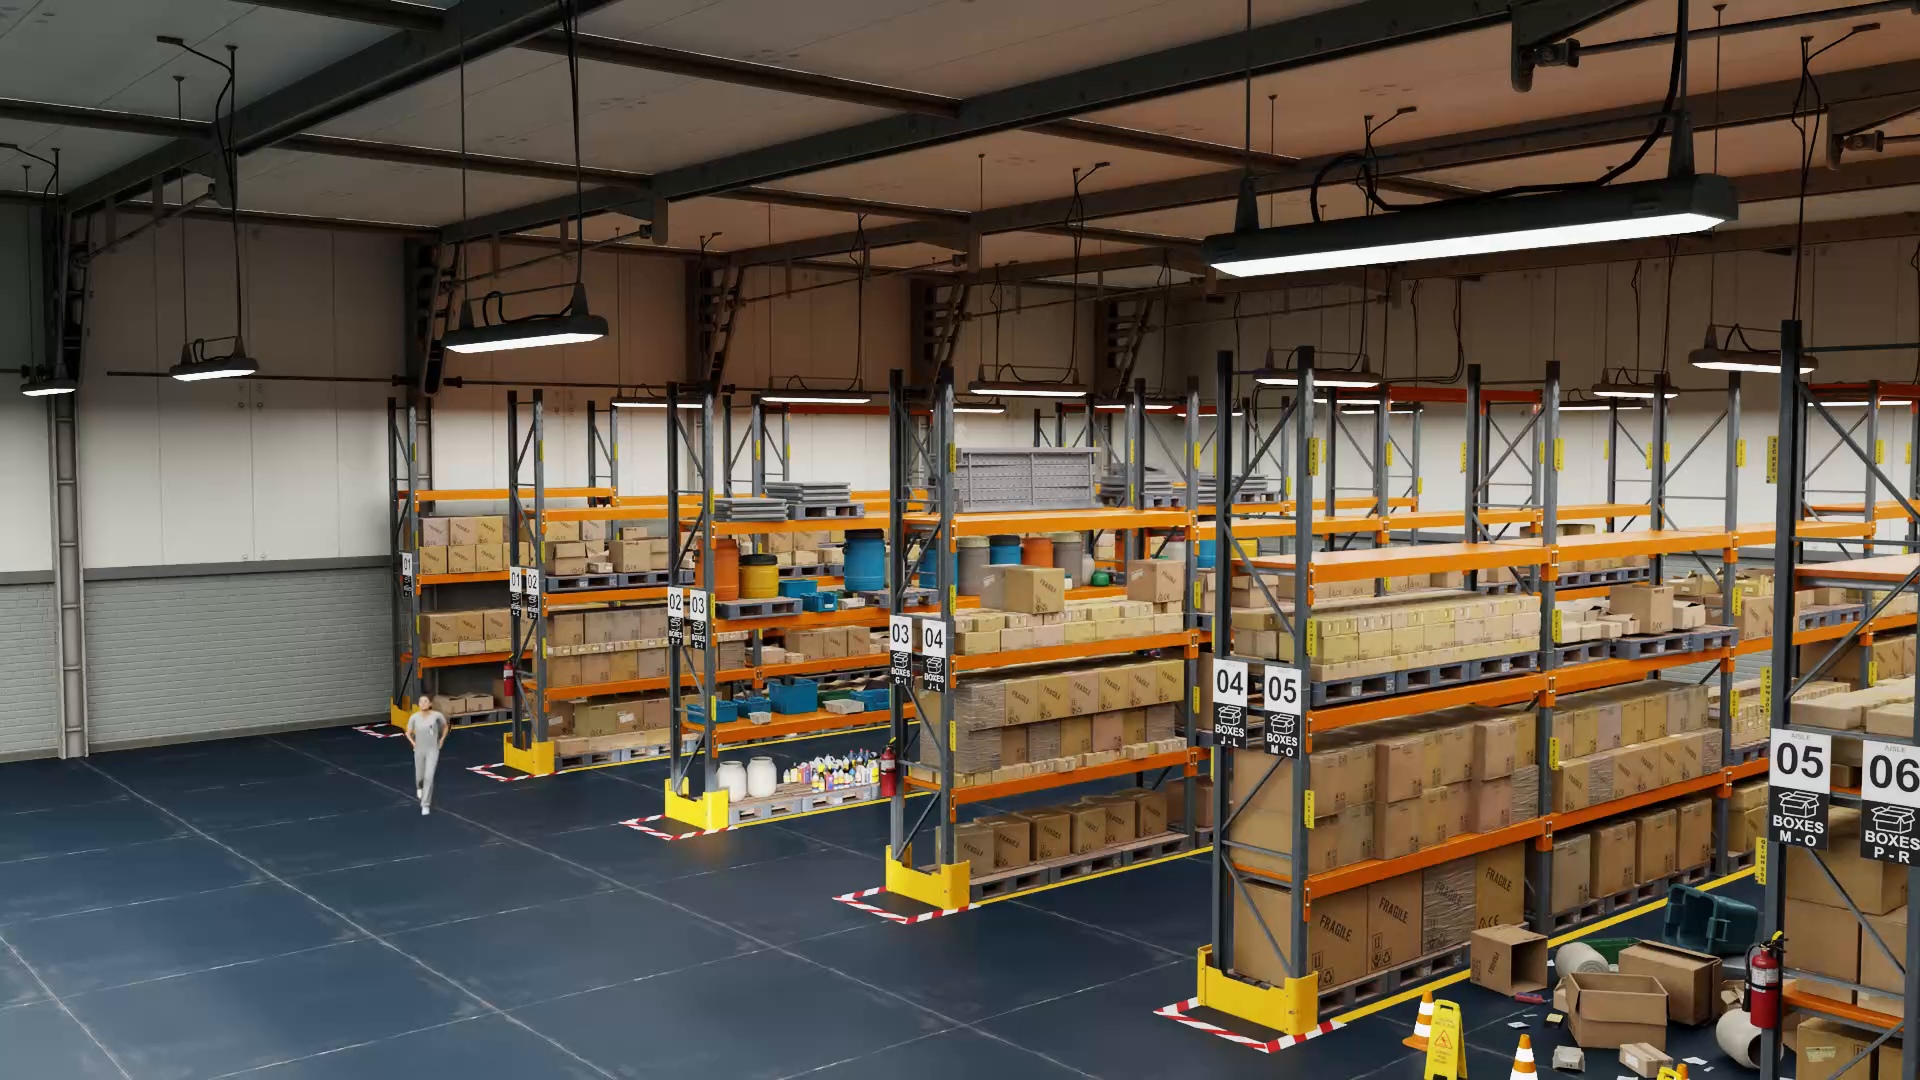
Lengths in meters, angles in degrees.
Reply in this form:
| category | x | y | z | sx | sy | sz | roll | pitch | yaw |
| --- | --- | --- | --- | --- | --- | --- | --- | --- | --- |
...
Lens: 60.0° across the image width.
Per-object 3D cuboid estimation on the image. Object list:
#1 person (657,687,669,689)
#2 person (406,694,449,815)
| category | x | y | z | sx | sy | sz | roll | pitch | yaw |
| --- | --- | --- | --- | --- | --- | --- | --- | --- | --- |
| person | -5.343 | 2.623 | 29.921 | 0.535 | 1.640 | 0.655 | 3 | 4 | 42 |
| person | -7.499 | 2.986 | 23.427 | 0.575 | 1.663 | 0.762 | -1 | 3 | -12 |
